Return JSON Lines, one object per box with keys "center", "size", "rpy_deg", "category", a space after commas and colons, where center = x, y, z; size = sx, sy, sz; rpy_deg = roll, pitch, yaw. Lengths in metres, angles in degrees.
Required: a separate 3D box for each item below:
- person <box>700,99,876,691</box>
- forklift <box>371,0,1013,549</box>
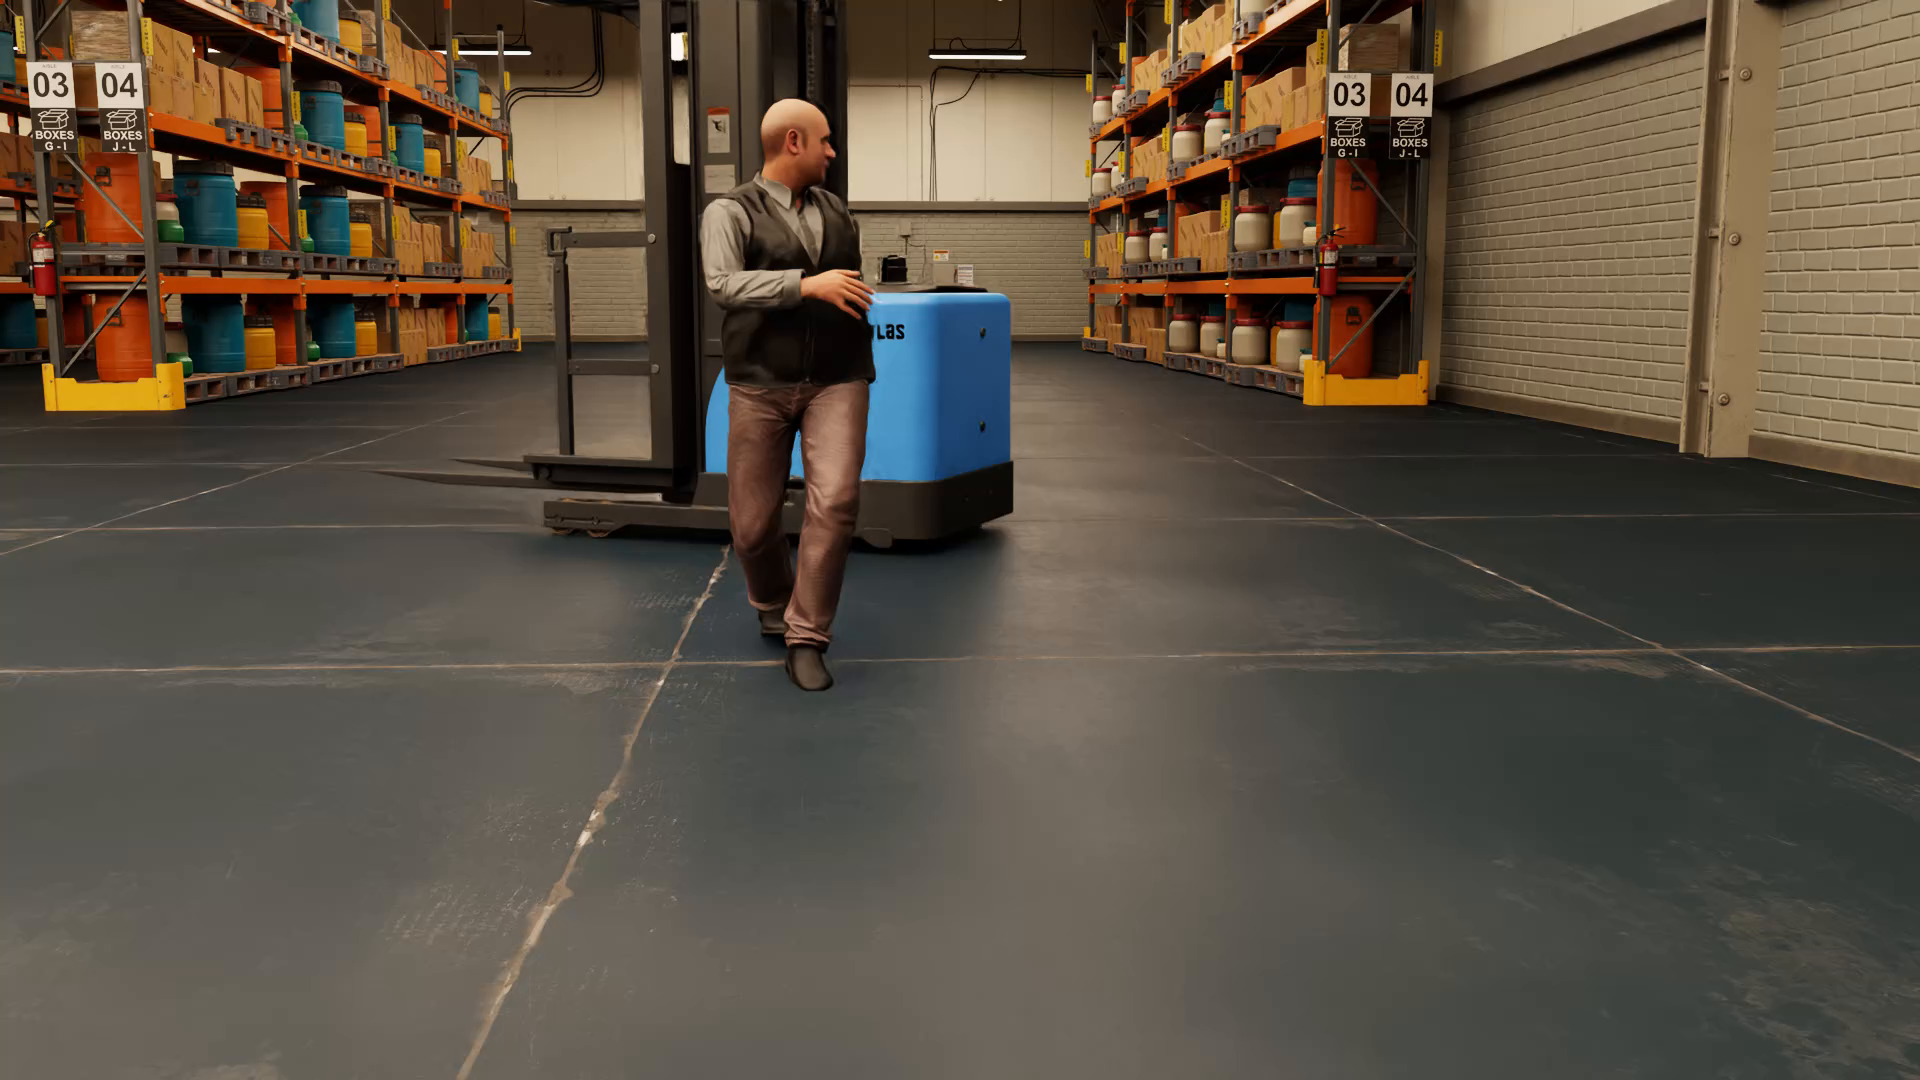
{"center": [-0.476, -0.445, 4.869], "size": [0.551, 1.653, 0.936], "rpy_deg": [-2, 9, -14], "category": "person"}
{"center": [-1.324, -1.527, 7.615], "size": [3.031, 2.935, 1.130], "rpy_deg": [3, 9, 21], "category": "forklift"}
